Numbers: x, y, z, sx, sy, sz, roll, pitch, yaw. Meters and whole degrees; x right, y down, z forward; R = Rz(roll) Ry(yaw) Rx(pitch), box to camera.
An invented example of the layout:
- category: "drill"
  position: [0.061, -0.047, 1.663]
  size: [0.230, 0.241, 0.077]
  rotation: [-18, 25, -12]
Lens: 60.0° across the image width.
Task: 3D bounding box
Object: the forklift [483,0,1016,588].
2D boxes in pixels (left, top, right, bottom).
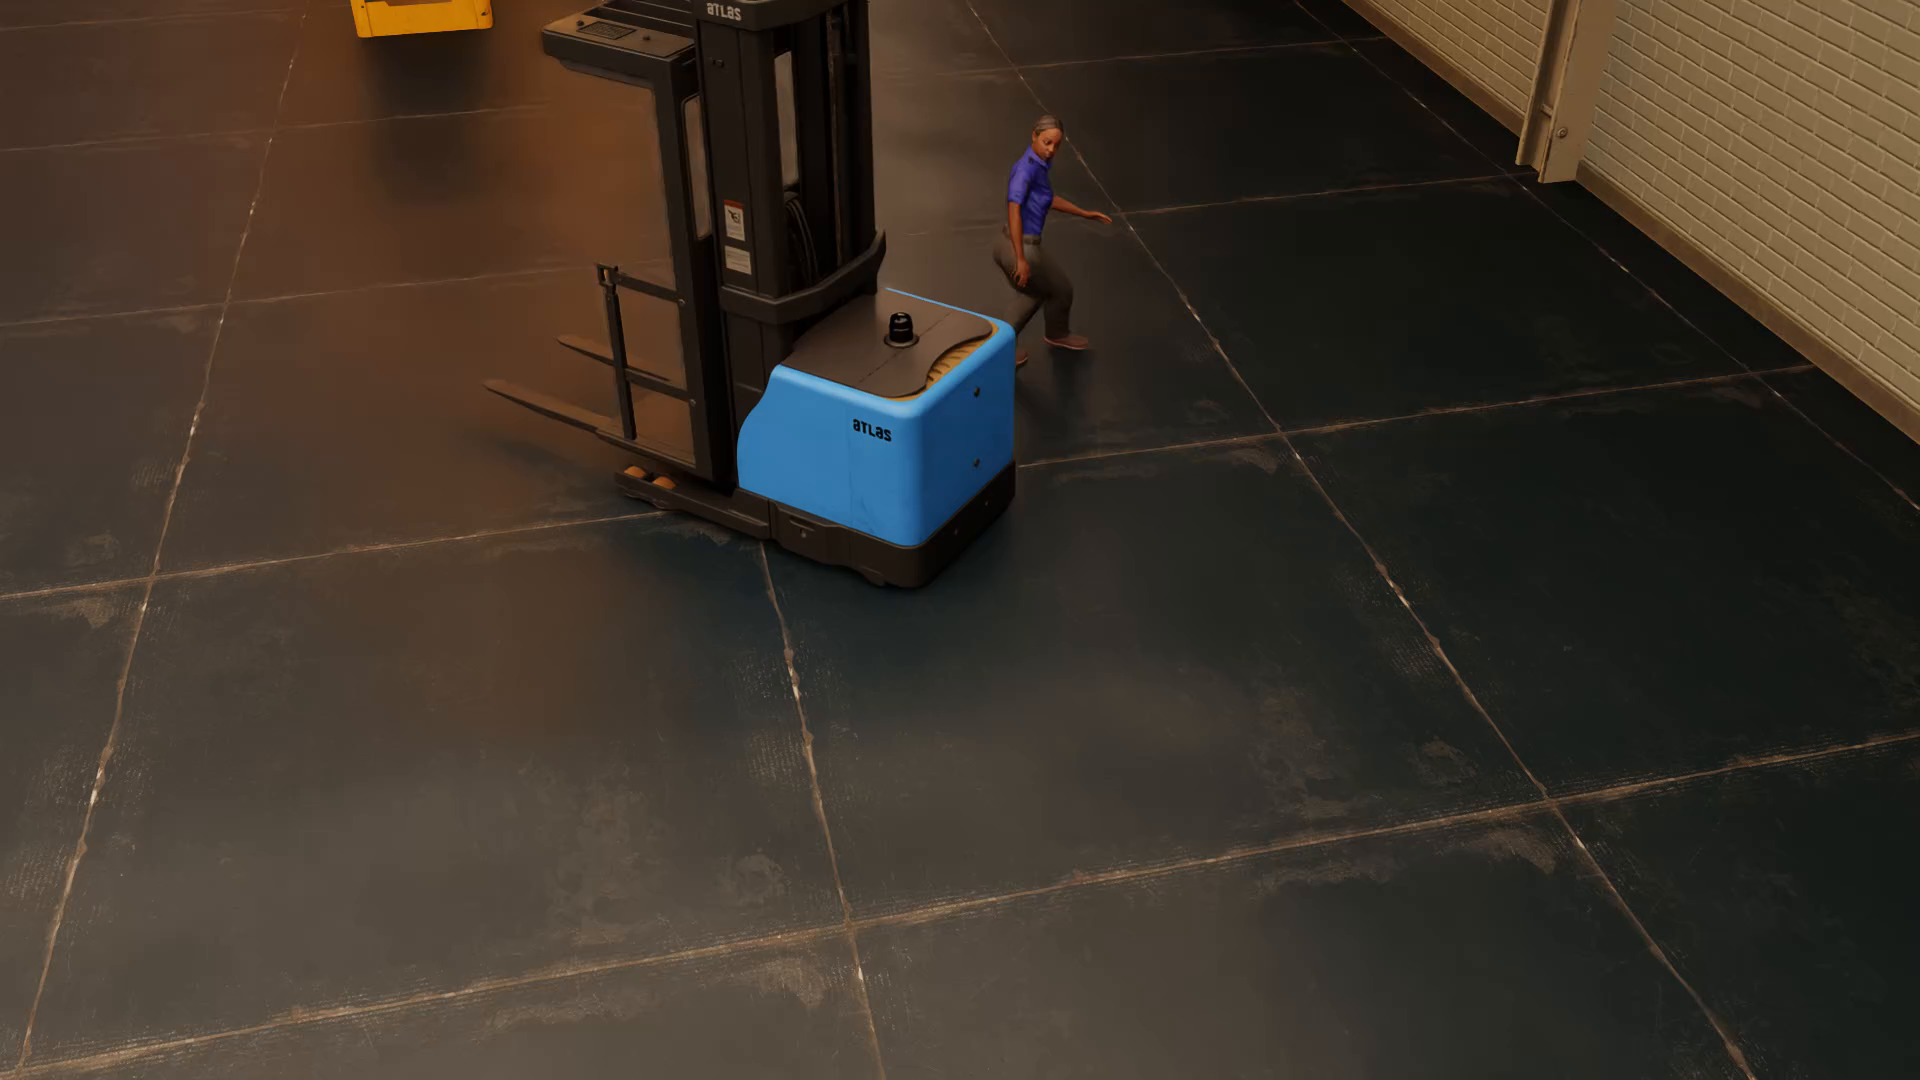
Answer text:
- category: "forklift"
  position: [-1.235, -1.596, 8.268]
  size: [3.031, 2.935, 1.130]
  rotation: [20, 40, 25]

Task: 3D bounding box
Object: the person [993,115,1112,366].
- category: "person"
  position: [0.521, -1.666, 9.597]
  size: [0.779, 1.529, 0.704]
  rotation: [-9, 37, -12]
